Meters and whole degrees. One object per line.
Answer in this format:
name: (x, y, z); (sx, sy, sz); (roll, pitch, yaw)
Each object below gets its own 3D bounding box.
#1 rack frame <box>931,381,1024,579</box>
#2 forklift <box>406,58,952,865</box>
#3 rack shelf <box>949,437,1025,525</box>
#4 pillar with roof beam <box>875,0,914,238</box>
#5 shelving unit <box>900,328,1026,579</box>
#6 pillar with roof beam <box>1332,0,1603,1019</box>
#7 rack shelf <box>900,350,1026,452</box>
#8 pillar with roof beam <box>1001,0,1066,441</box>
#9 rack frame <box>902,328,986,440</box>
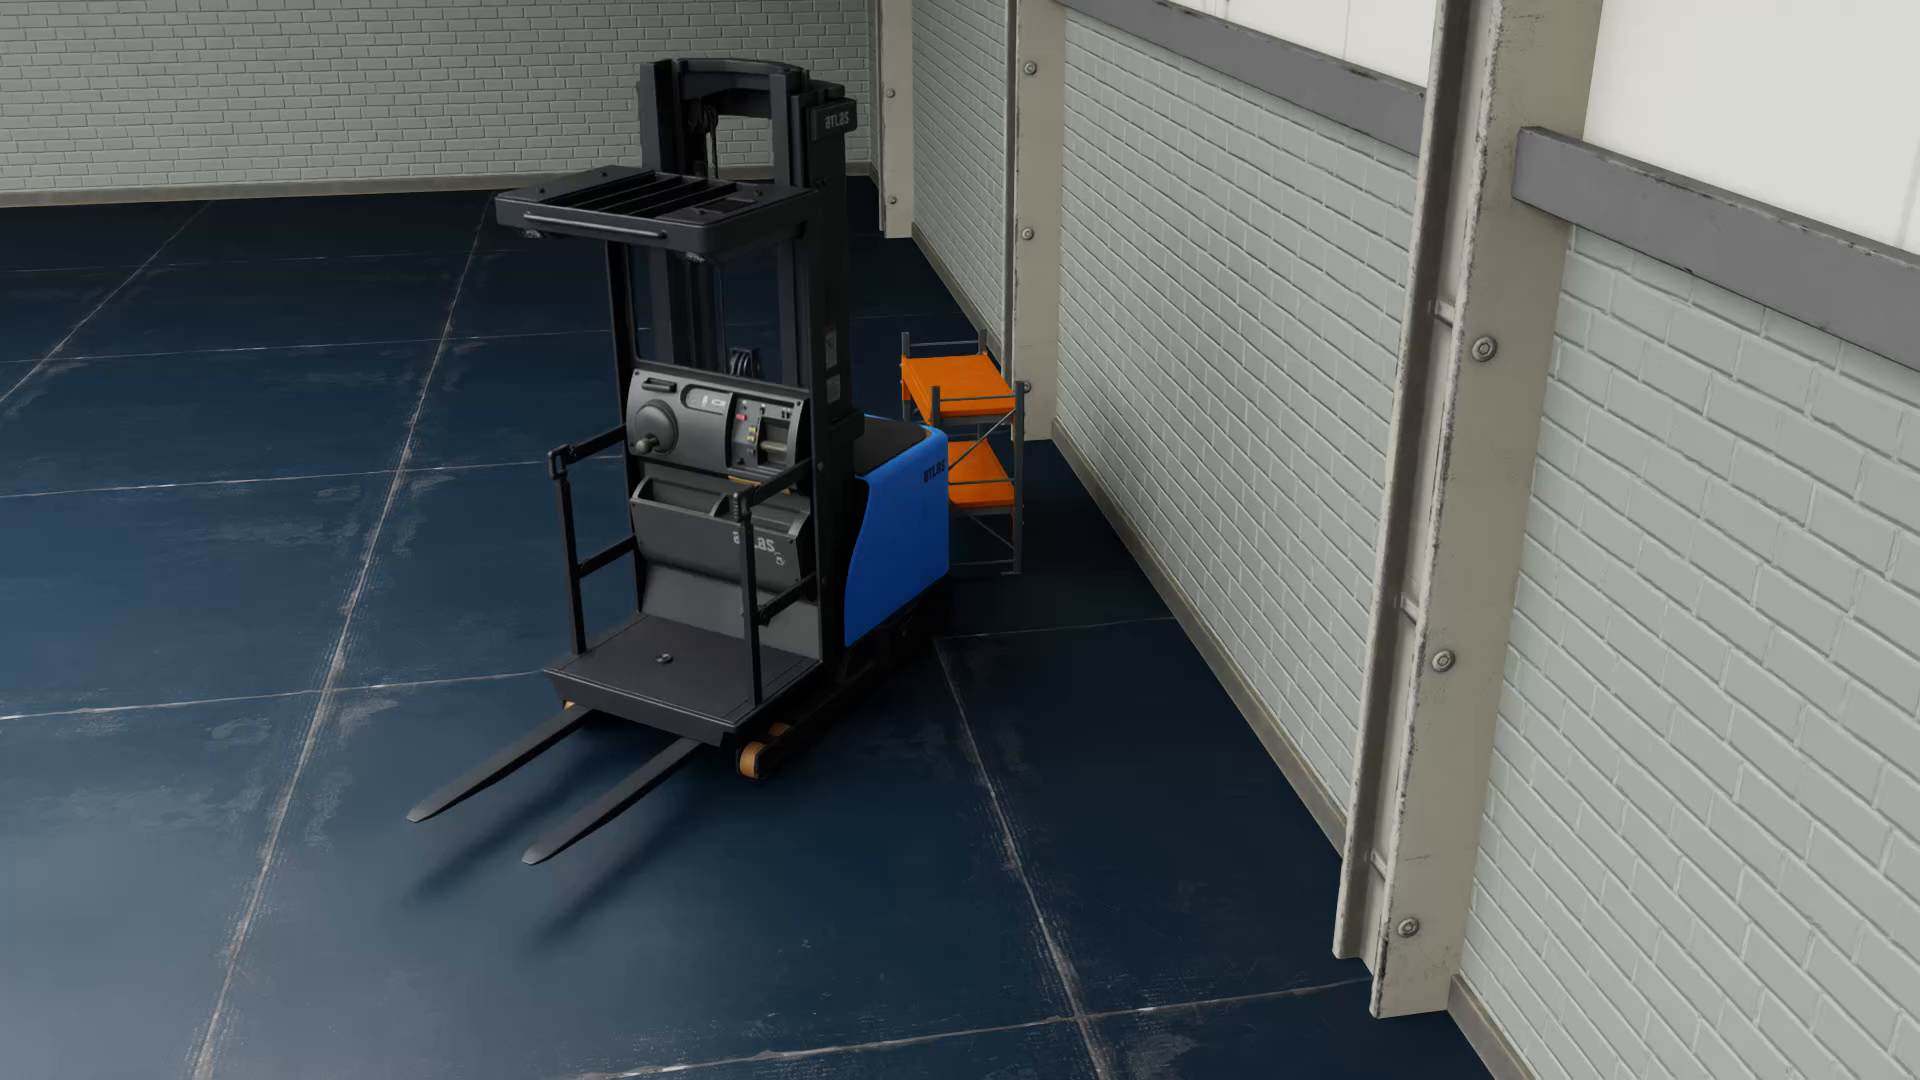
rack frame: (0.095, -0.313, 9.061); (0.500, 1.125, 0.032); (-4, 24, -10)
forklift: (-1.194, -0.493, 7.218); (1.130, 2.935, 3.031); (12, 27, 26)
rack shelf: (0.001, -0.289, 9.617); (0.538, 0.278, 1.000); (-4, 24, -10)
pillar with roof beam: (-4.868, -6.923, 14.358); (9.100, 9.000, 0.400); (-4, 24, -10)
shelving unit: (0.001, -0.513, 9.519); (0.538, 1.125, 1.048); (-4, 24, -10)
pillar with roof beam: (-2.649, -2.203, 3.551); (9.100, 9.000, 0.400); (-4, 24, -10)
rack shelf: (0.001, -0.781, 9.402); (0.538, 0.278, 1.000); (-4, 24, -10)
pillar with roof beam: (-3.759, -4.563, 8.954); (9.100, 9.000, 0.400); (-4, 24, -10)
rack frame: (-0.093, -0.713, 9.977); (0.500, 1.125, 0.032); (-4, 24, -10)
